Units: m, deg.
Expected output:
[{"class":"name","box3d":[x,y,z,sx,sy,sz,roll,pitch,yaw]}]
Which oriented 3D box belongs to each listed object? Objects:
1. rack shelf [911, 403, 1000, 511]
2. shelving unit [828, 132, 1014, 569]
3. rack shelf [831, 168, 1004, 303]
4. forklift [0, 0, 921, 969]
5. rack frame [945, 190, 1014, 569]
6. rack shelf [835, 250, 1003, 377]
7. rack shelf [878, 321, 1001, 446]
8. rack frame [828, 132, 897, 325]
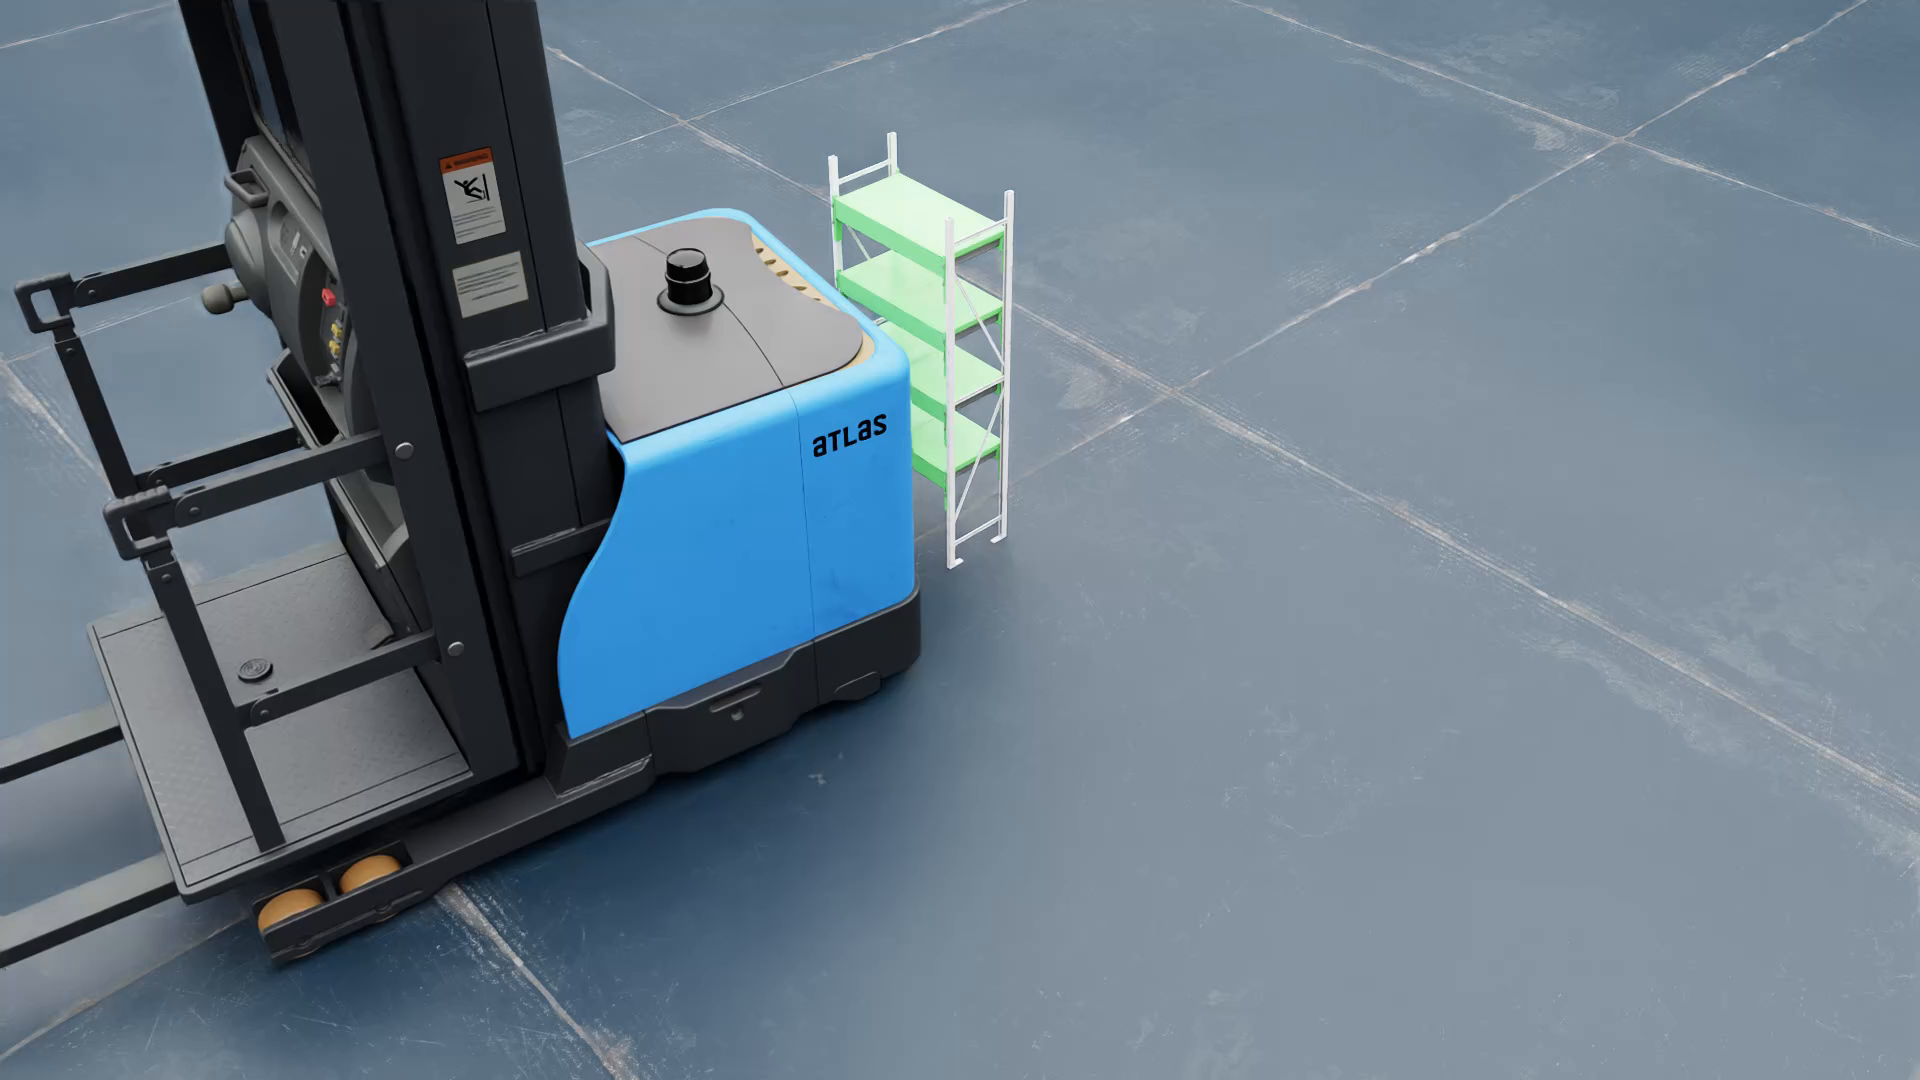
[{"class":"rack shelf","box3d":[-0.112,-0.307,5.159,0.258,0.148,0.480,-30,48,-32]},{"class":"shelving unit","box3d":[-0.112,-0.543,4.968,0.258,1.200,0.503,-30,48,-32]},{"class":"rack shelf","box3d":[-0.112,-0.867,4.706,0.258,0.148,0.480,-30,48,-32]},{"class":"forklift","box3d":[-1.626,-0.516,3.556,3.031,2.935,1.130,-22,44,-25]},{"class":"rack frame","box3d":[0.053,-0.430,4.828,0.240,1.200,0.015,-30,48,-32]},{"class":"rack shelf","box3d":[-0.112,-0.680,4.857,0.258,0.148,0.480,-30,48,-32]},{"class":"rack shelf","box3d":[-0.112,-0.494,5.008,0.258,0.148,0.480,-30,48,-32]},{"class":"rack frame","box3d":[-0.277,-0.656,5.108,0.240,1.200,0.015,-30,48,-32]}]
